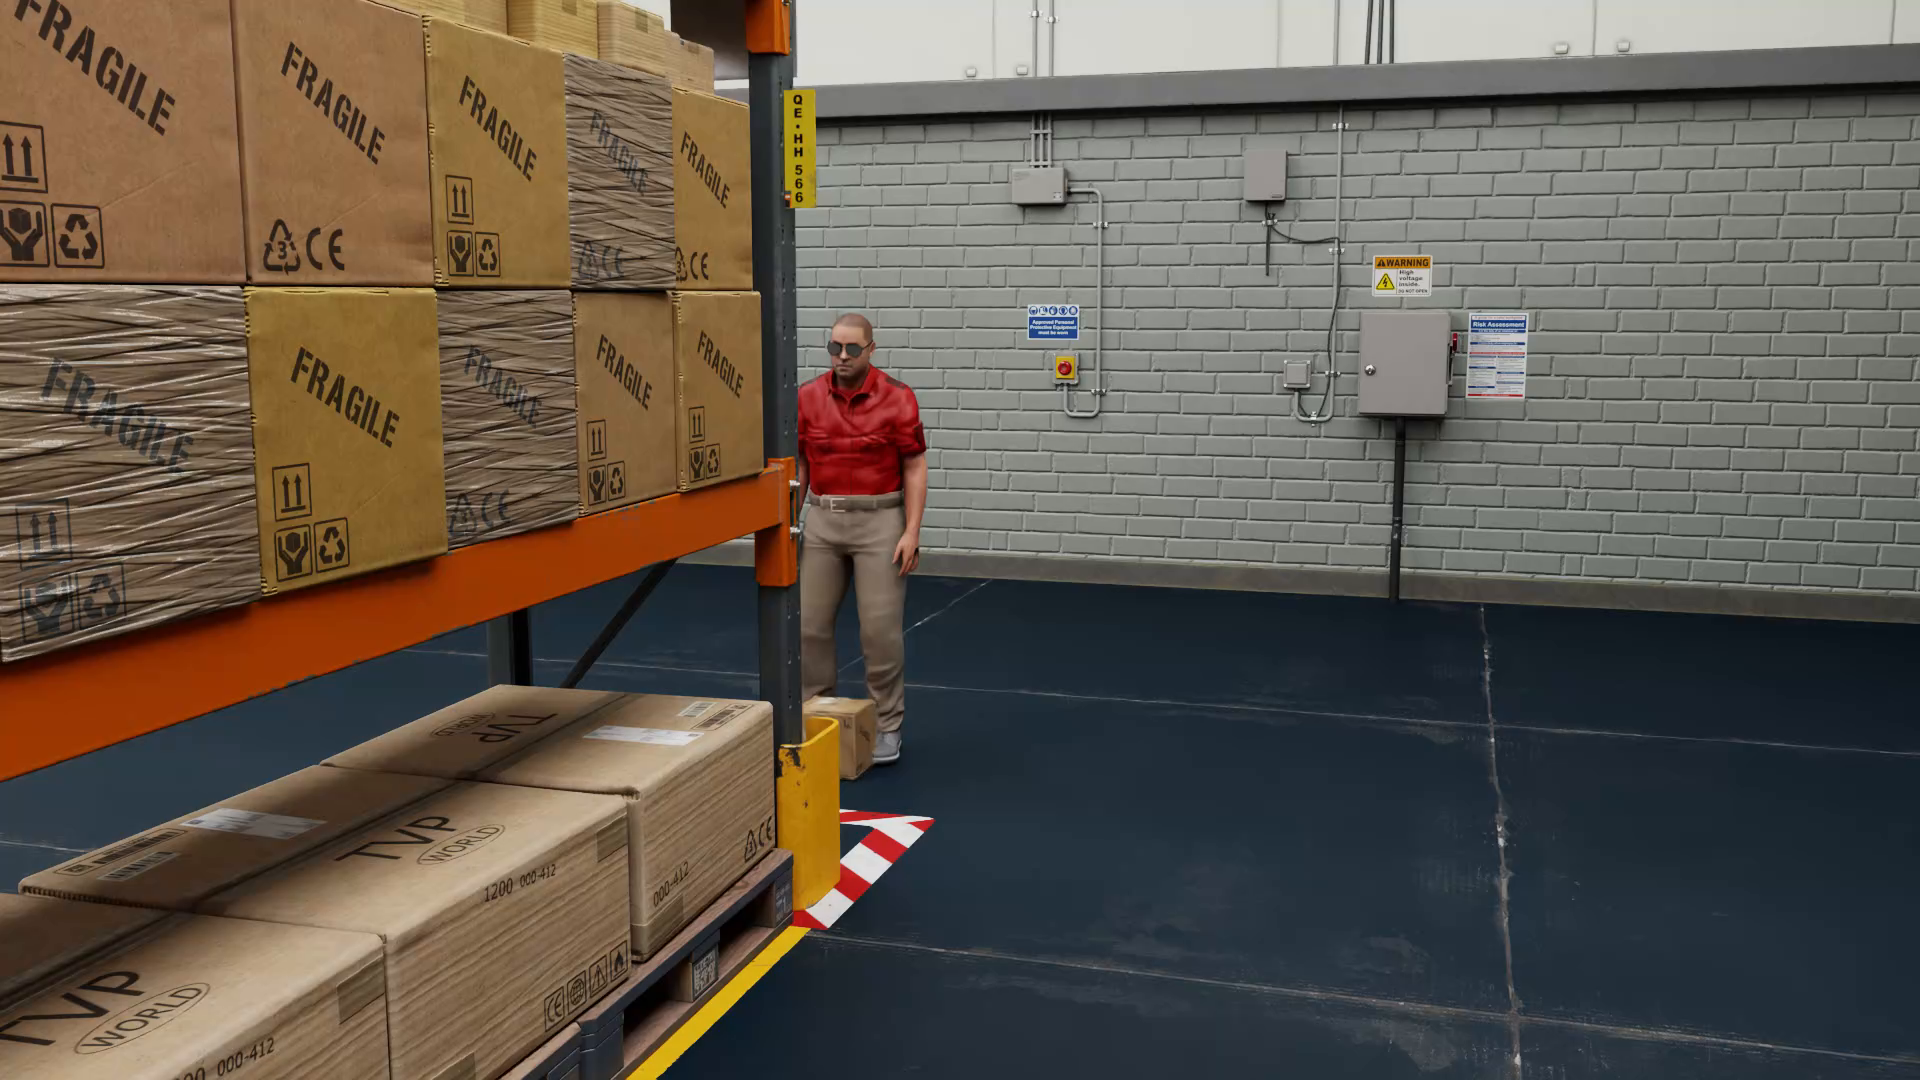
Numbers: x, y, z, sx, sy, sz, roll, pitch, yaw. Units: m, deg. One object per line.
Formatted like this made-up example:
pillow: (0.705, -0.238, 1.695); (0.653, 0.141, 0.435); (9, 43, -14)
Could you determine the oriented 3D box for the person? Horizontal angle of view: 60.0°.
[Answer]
person: (-0.418, -0.013, 6.470); (0.578, 1.727, 0.390); (2, 9, 14)
